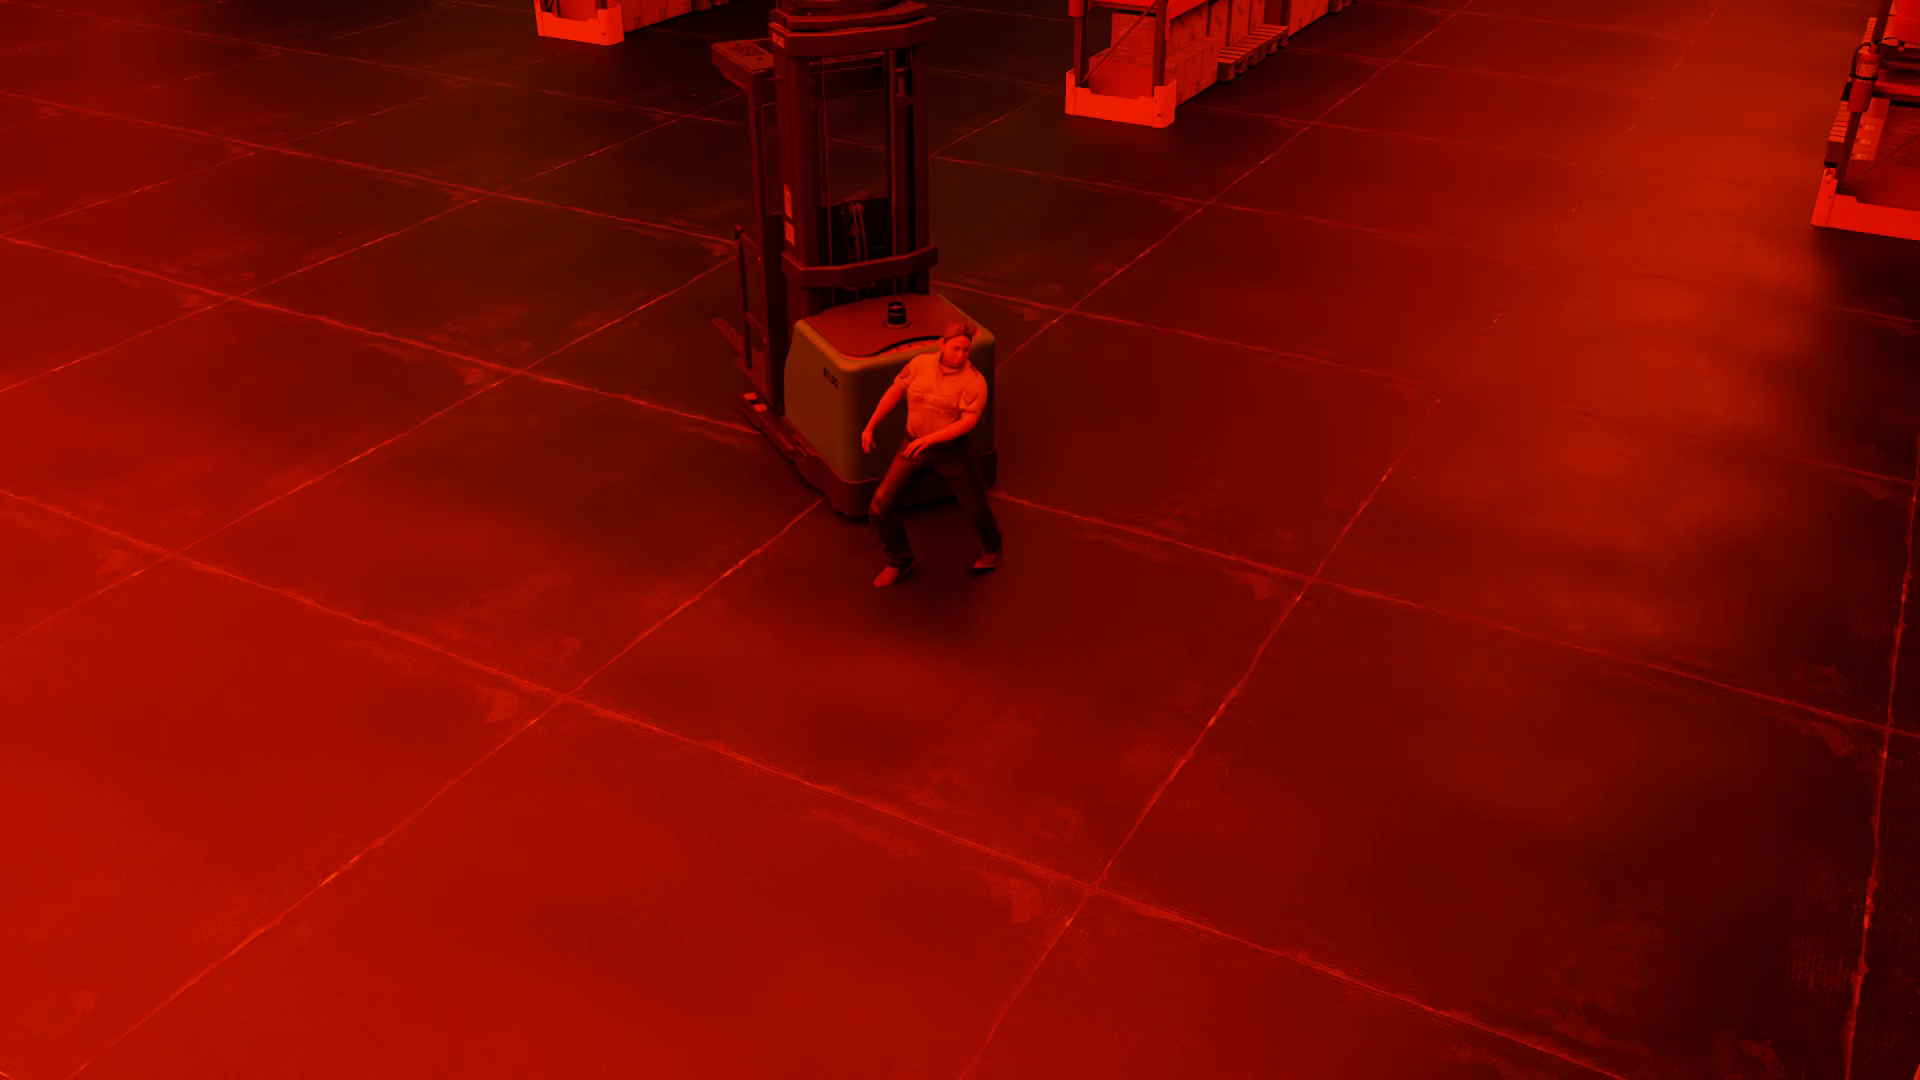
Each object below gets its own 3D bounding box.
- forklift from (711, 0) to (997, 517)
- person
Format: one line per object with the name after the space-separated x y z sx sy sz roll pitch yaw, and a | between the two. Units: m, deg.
-0.878 -2.120 10.744 1.130 2.935 3.031 -14 33 -23 | forklift
-0.198 -0.461 9.298 0.774 1.563 0.749 8 31 14 | person
